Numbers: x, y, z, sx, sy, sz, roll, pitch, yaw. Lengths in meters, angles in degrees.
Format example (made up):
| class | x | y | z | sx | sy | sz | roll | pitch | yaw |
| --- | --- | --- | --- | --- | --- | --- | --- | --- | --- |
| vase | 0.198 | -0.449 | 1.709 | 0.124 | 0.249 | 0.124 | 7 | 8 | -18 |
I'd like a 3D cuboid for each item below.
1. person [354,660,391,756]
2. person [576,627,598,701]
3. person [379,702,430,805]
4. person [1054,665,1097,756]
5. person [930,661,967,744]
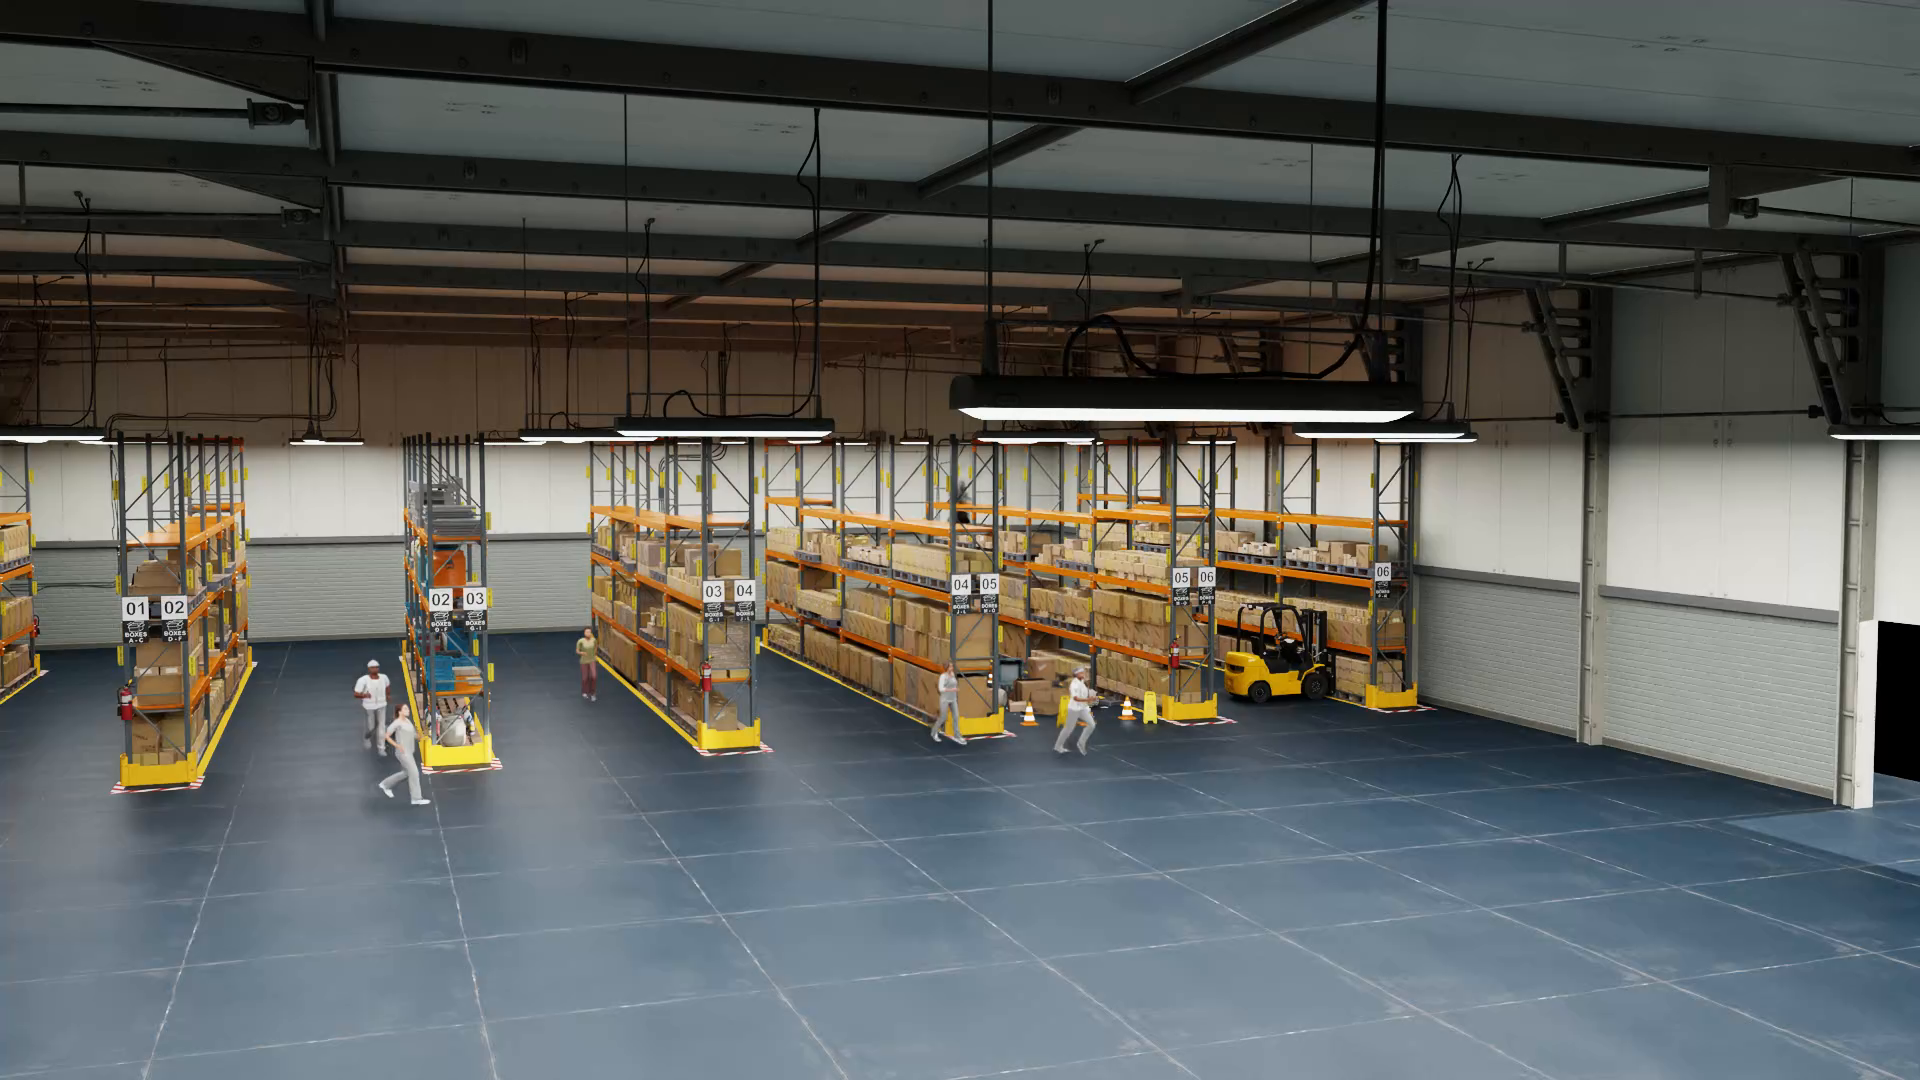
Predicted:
| class | x | y | z | sx | sy | sz | roll | pitch | yaw |
| --- | --- | --- | --- | --- | --- | --- | --- | --- | --- |
| person | -10.849 | 3.094 | 30.820 | 0.703 | 1.739 | 1.007 | -2 | 4 | -34 |
| person | -8.451 | 2.810 | 37.708 | 0.531 | 1.700 | 0.726 | -1 | 3 | -22 |
| person | -8.924 | 3.412 | 26.636 | 0.894 | 1.643 | 0.577 | 0 | 3 | 8 |
| person | 2.186 | 3.162 | 30.930 | 0.851 | 1.705 | 0.582 | 2 | 4 | 31 |
| person | -0.231 | 3.165 | 32.034 | 0.815 | 1.496 | 0.545 | 3 | 4 | 40 |
